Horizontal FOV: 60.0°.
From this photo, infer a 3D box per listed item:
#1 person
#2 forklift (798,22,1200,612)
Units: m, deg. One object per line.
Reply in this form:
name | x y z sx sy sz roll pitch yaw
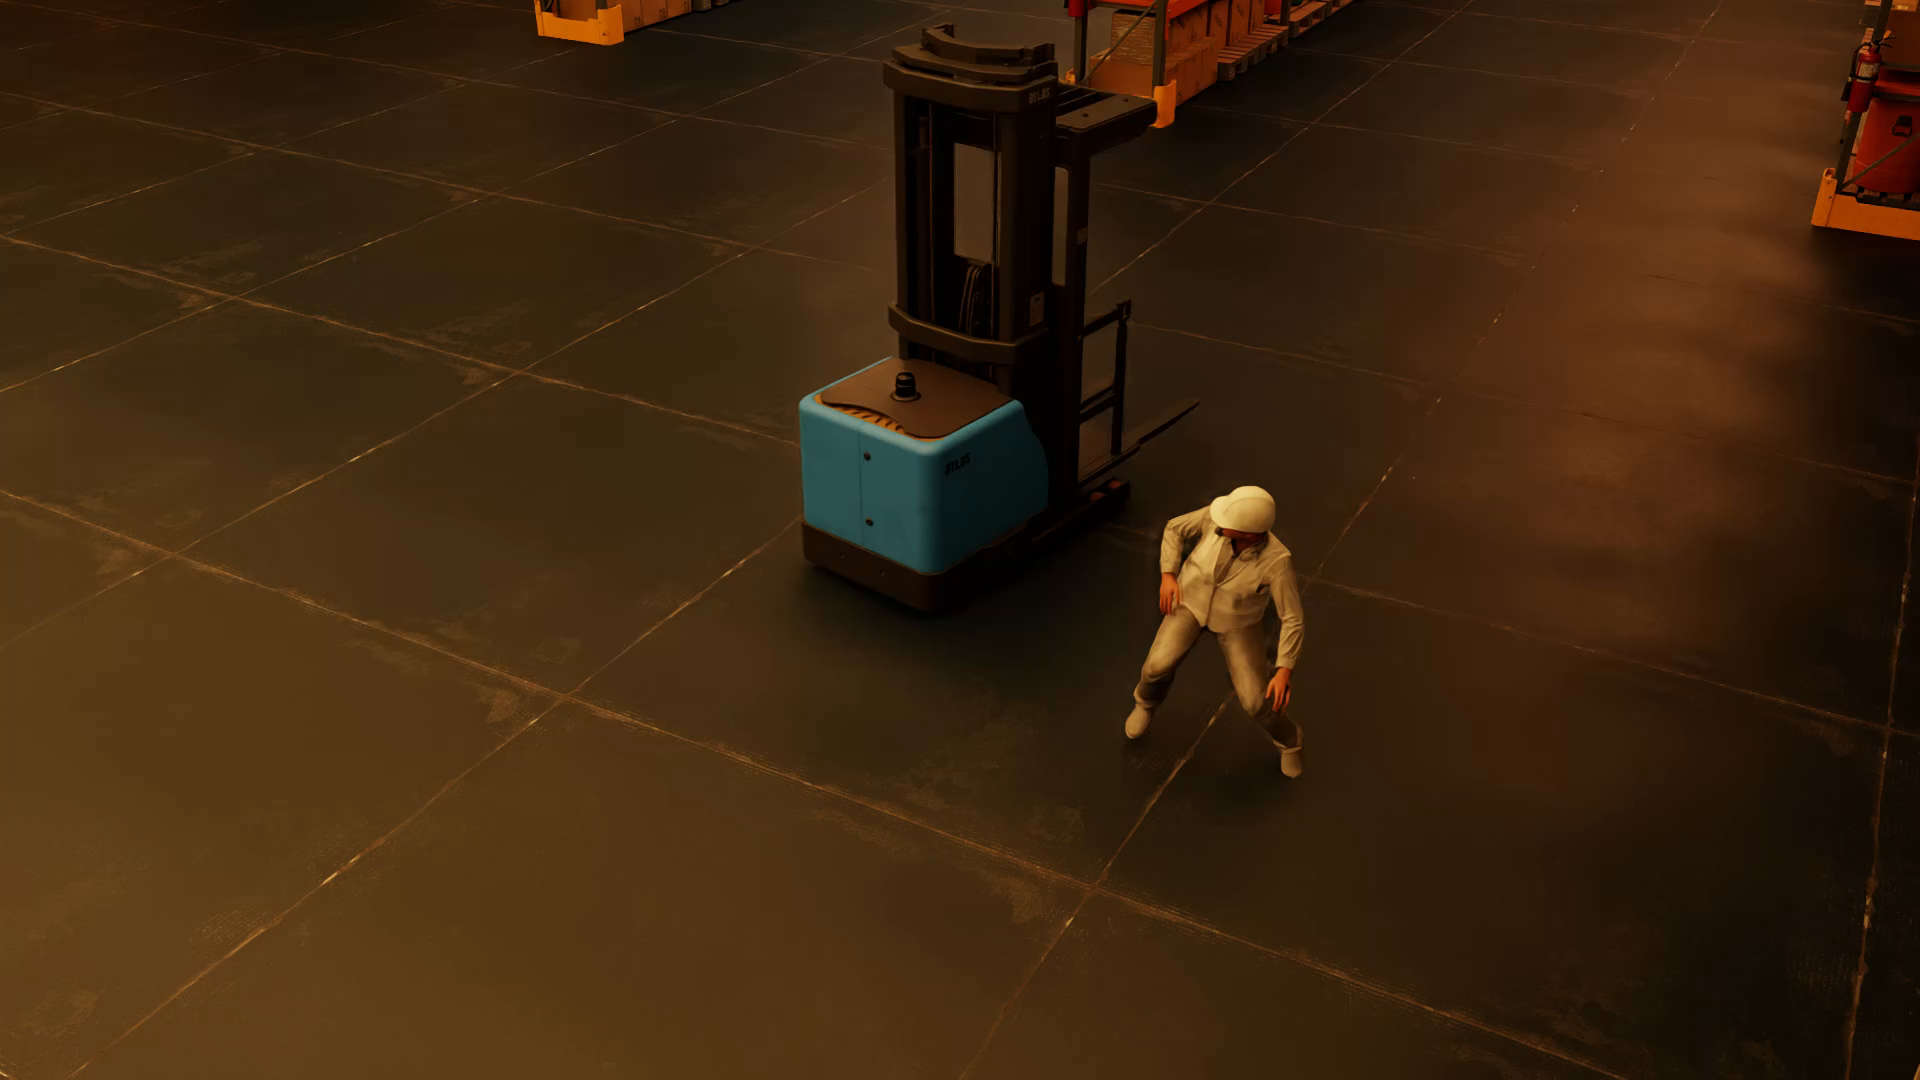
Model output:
person | 1.270 0.403 7.849 0.881 1.554 0.699 12 32 20
forklift | 0.405 -1.540 9.739 1.130 2.935 3.031 22 37 33
